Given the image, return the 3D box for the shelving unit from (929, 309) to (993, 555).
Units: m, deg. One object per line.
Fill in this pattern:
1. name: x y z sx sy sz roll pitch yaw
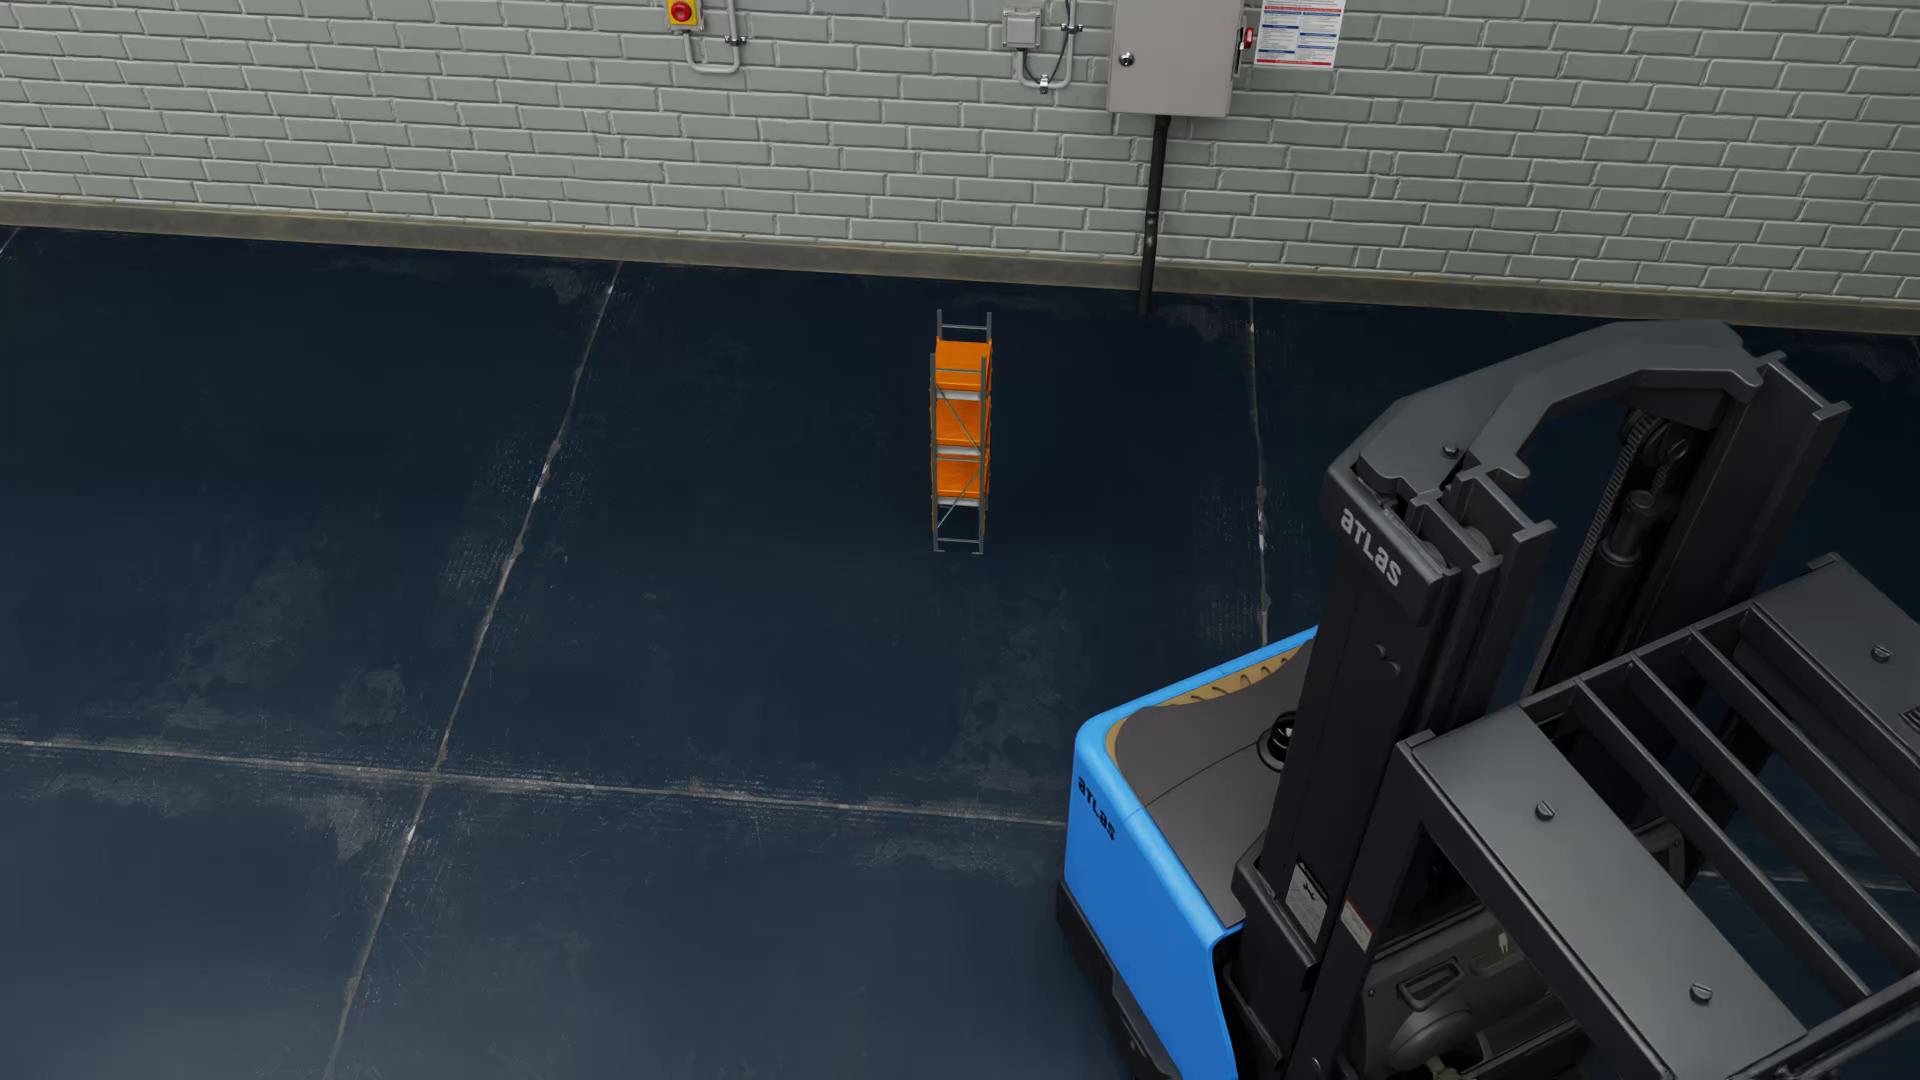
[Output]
1. shelving unit: 0.005 -0.394 6.399 0.215 1.050 0.252 4 48 4

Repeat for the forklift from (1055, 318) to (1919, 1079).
1. forklift: 1.417 1.091 3.765 1.130 2.935 3.031 -20 51 -17

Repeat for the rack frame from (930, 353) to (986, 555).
1. rack frame: -0.006 -0.304 6.317 0.200 1.050 0.008 4 48 4

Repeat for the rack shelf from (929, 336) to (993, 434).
1. rack shelf: 0.005 -0.578 6.197 0.215 0.259 0.240 4 48 4

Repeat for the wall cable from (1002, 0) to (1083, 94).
1. wall cable: 0.211 -2.556 6.366 0.588 1.984 0.122 4 48 4

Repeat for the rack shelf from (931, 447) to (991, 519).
1. rack shelf: 0.005 -0.199 6.611 0.215 0.259 0.240 4 48 4

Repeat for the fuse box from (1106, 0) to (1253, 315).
1. fuse box: 0.876 -1.617 7.069 0.539 1.711 0.414 4 48 4

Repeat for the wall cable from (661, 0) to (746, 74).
1. wall cable: -1.203 -2.653 6.434 0.585 1.953 0.123 4 48 4

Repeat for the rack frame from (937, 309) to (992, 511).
1. rack frame: 0.016 -0.483 6.481 0.200 1.050 0.008 4 48 4

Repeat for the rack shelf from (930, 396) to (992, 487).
1. rack shelf: 0.005 -0.387 6.406 0.215 0.259 0.240 4 48 4

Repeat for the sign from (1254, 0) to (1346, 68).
1. sign: 1.386 -2.138 6.737 0.329 0.494 0.001 4 48 4
